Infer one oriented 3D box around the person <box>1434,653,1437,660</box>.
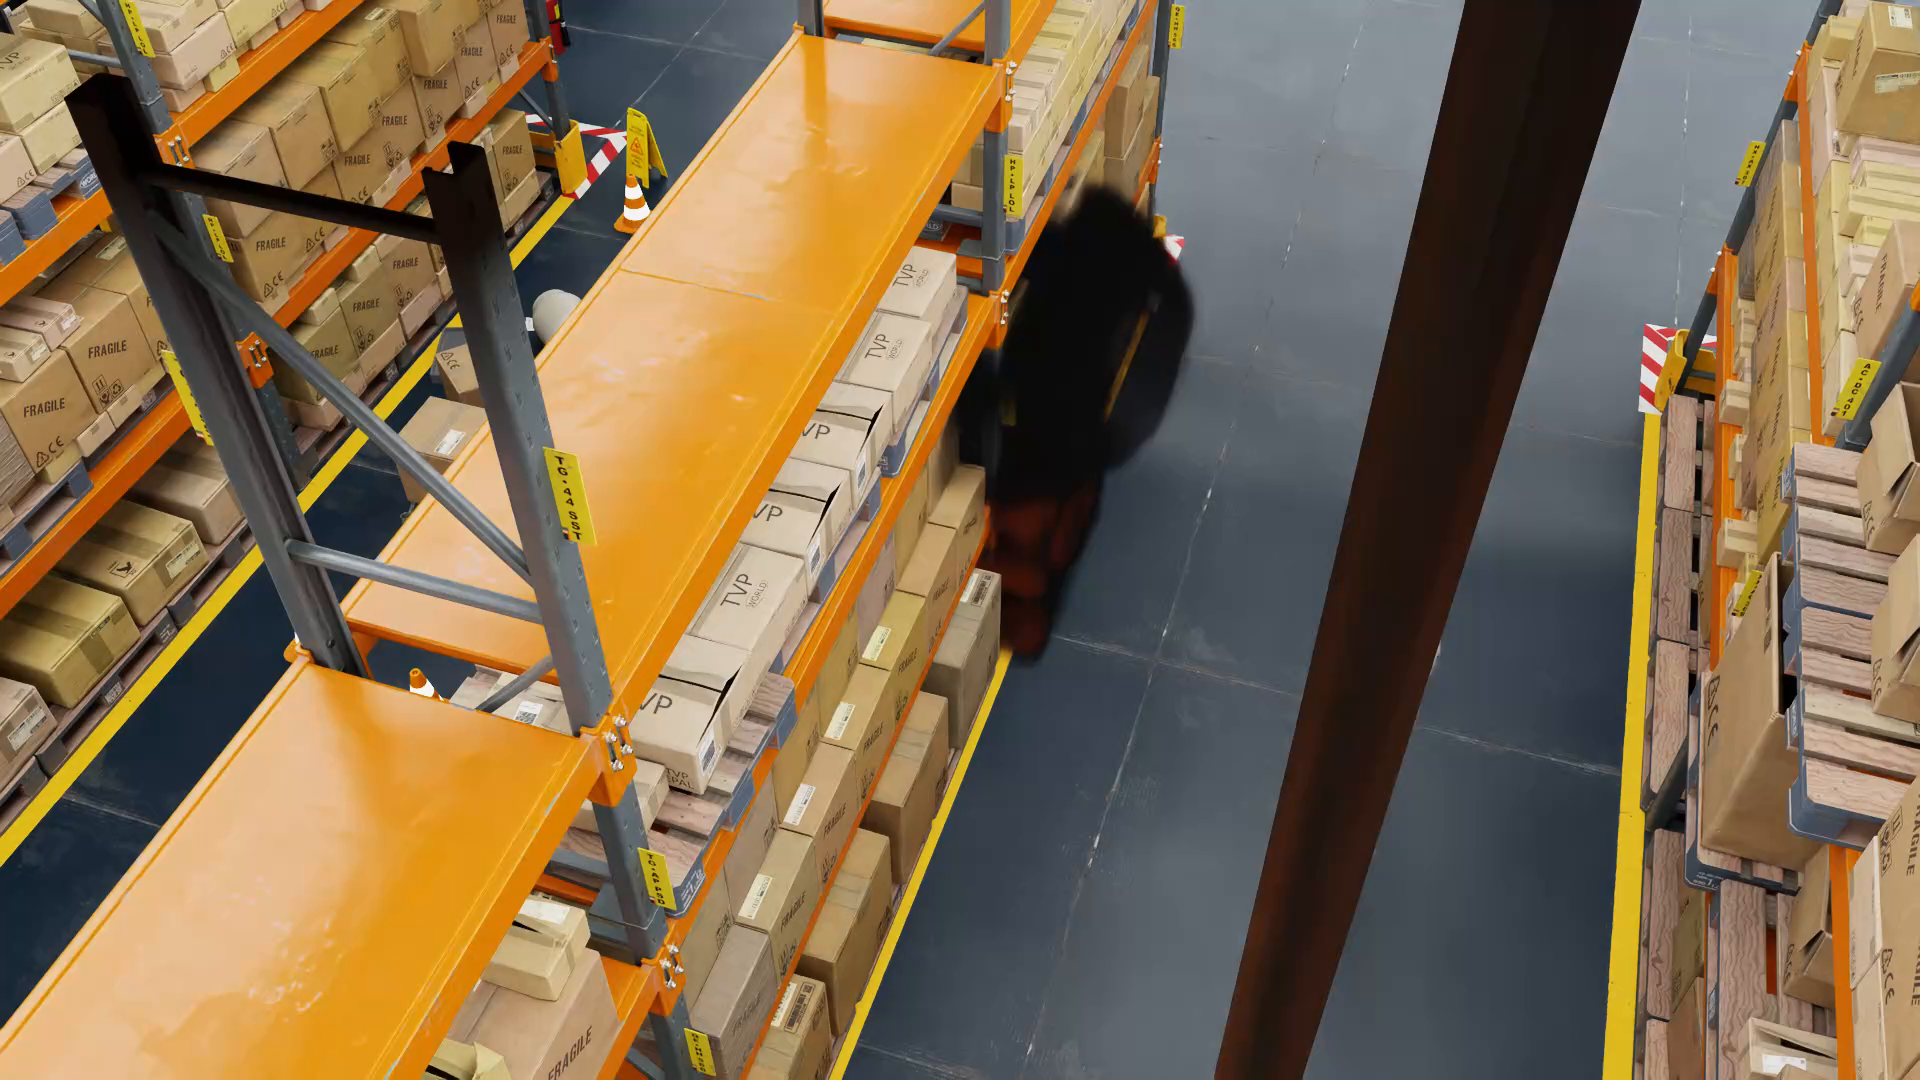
[{"bbox_3d":[2.209,0.804,8.852,0.601,1.587,0.681,-4,46,-3],"label":"person"}]
